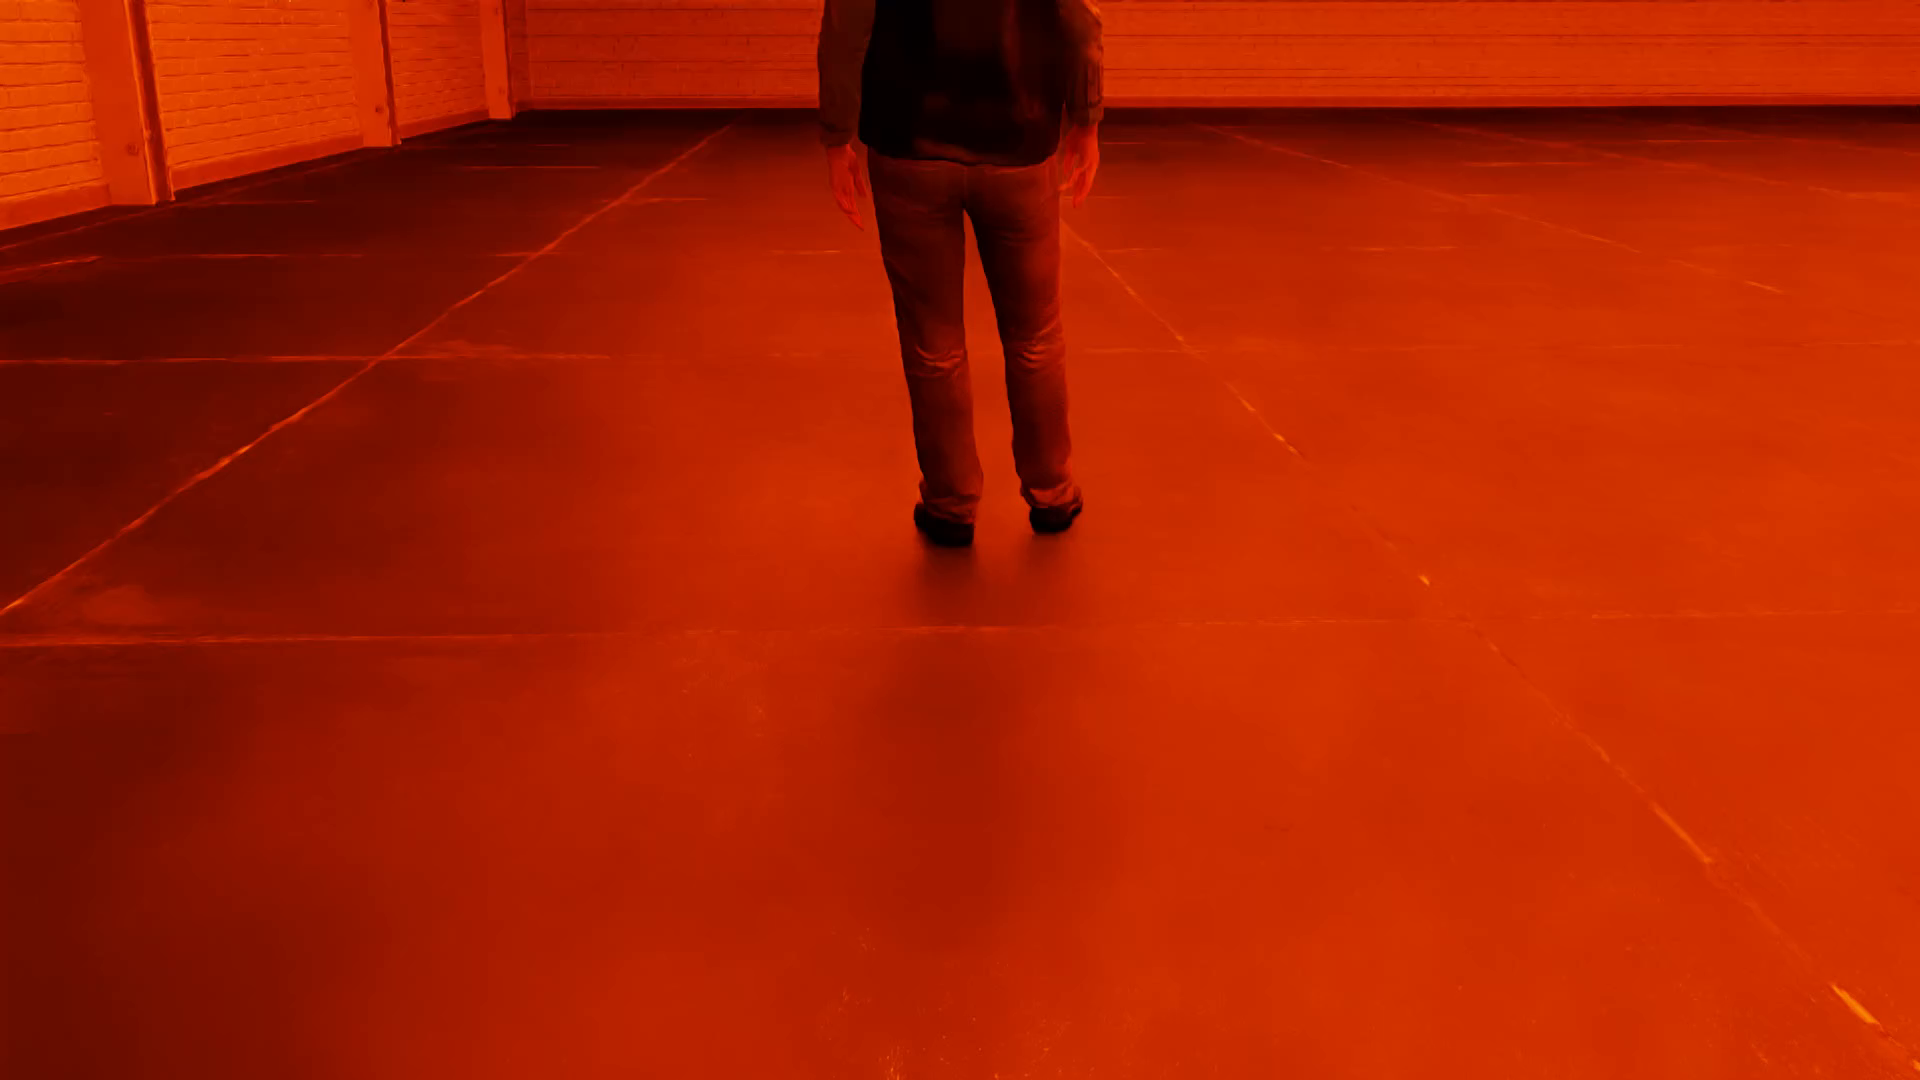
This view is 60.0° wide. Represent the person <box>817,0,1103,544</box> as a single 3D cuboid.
[{"bbox_3d":[0.005,-0.848,3.724,0.632,1.720,0.567,-1,17,-3],"label":"person"}]

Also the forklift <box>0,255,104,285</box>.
[{"bbox_3d":[-4.430,-2.009,5.476,1.130,2.935,3.031,5,18,16],"label":"forklift"}]
